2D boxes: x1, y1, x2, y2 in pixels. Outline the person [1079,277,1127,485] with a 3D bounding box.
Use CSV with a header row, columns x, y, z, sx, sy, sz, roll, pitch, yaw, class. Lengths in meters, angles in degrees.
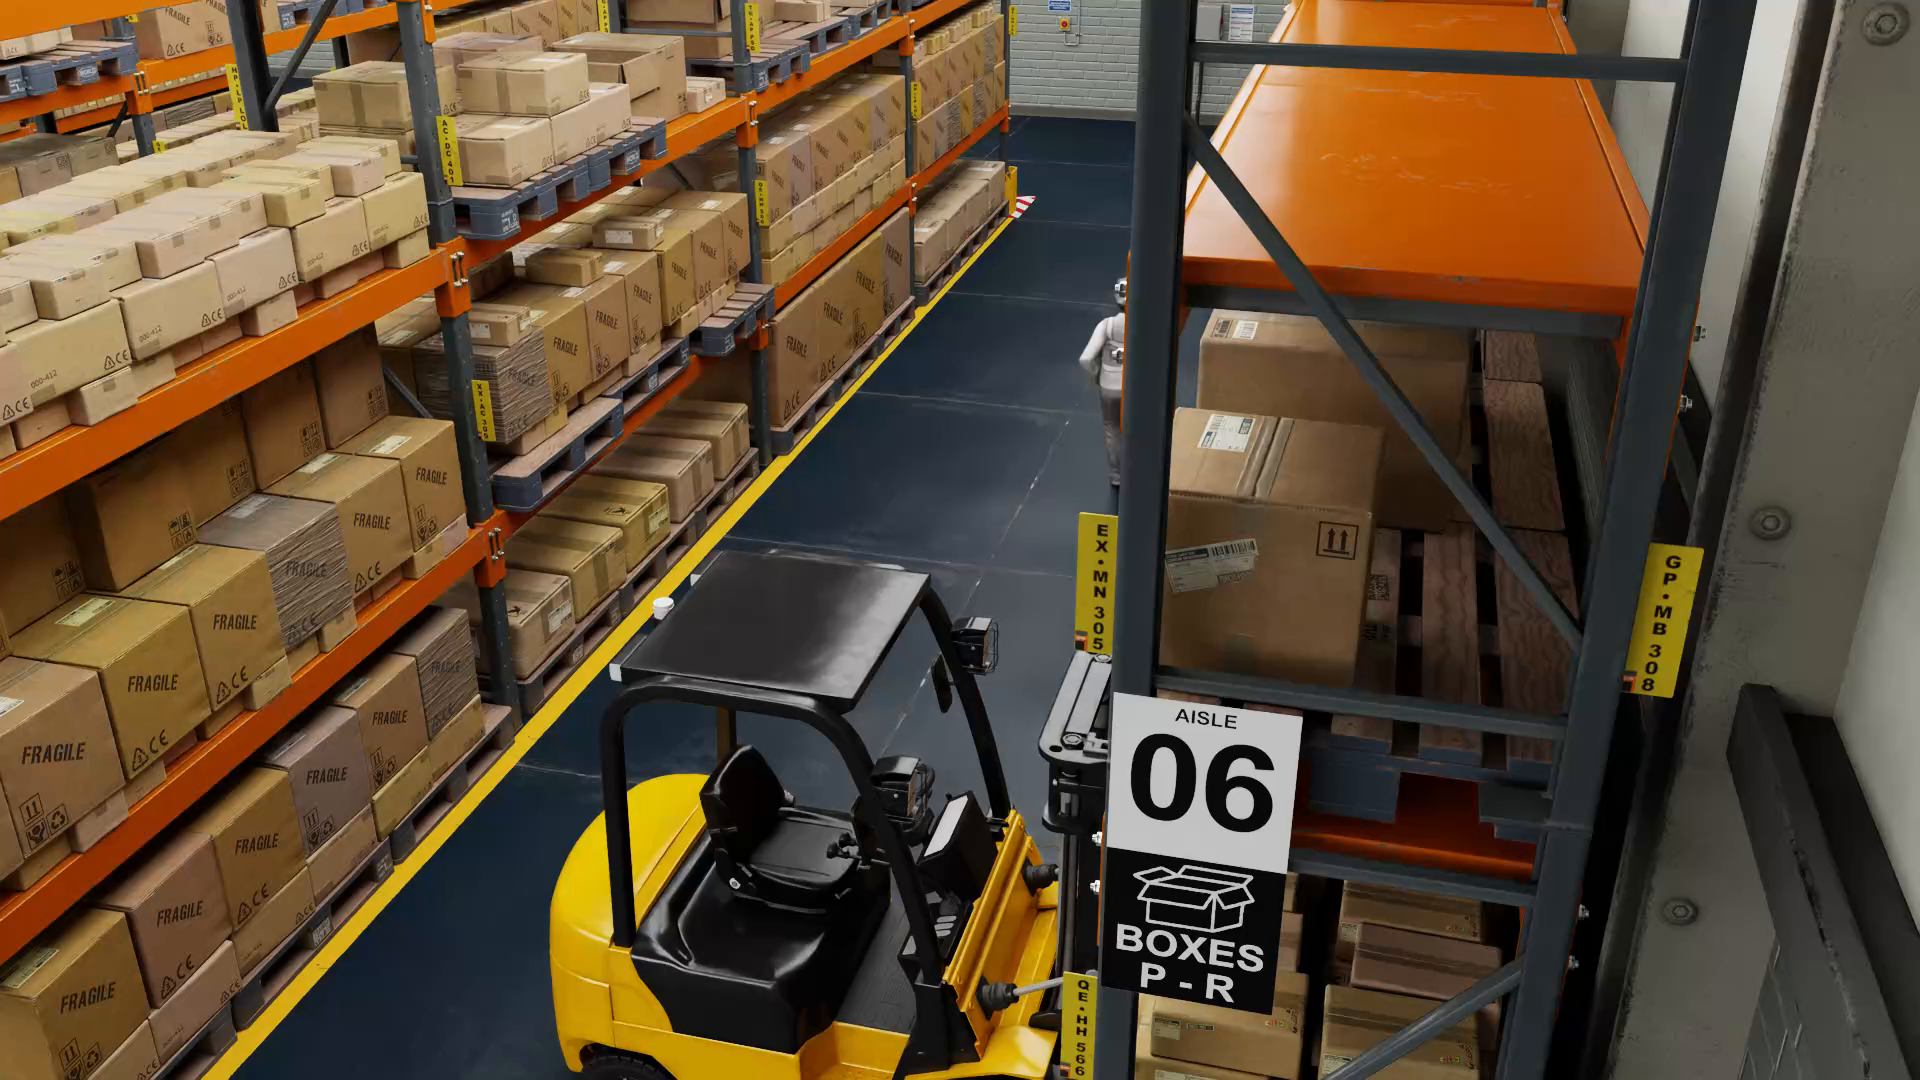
x,y,z,sx,sy,sz,roll,pitch,yaw,class
1.173,-1.121,12.025,0.631,1.665,0.682,2,26,4,person
